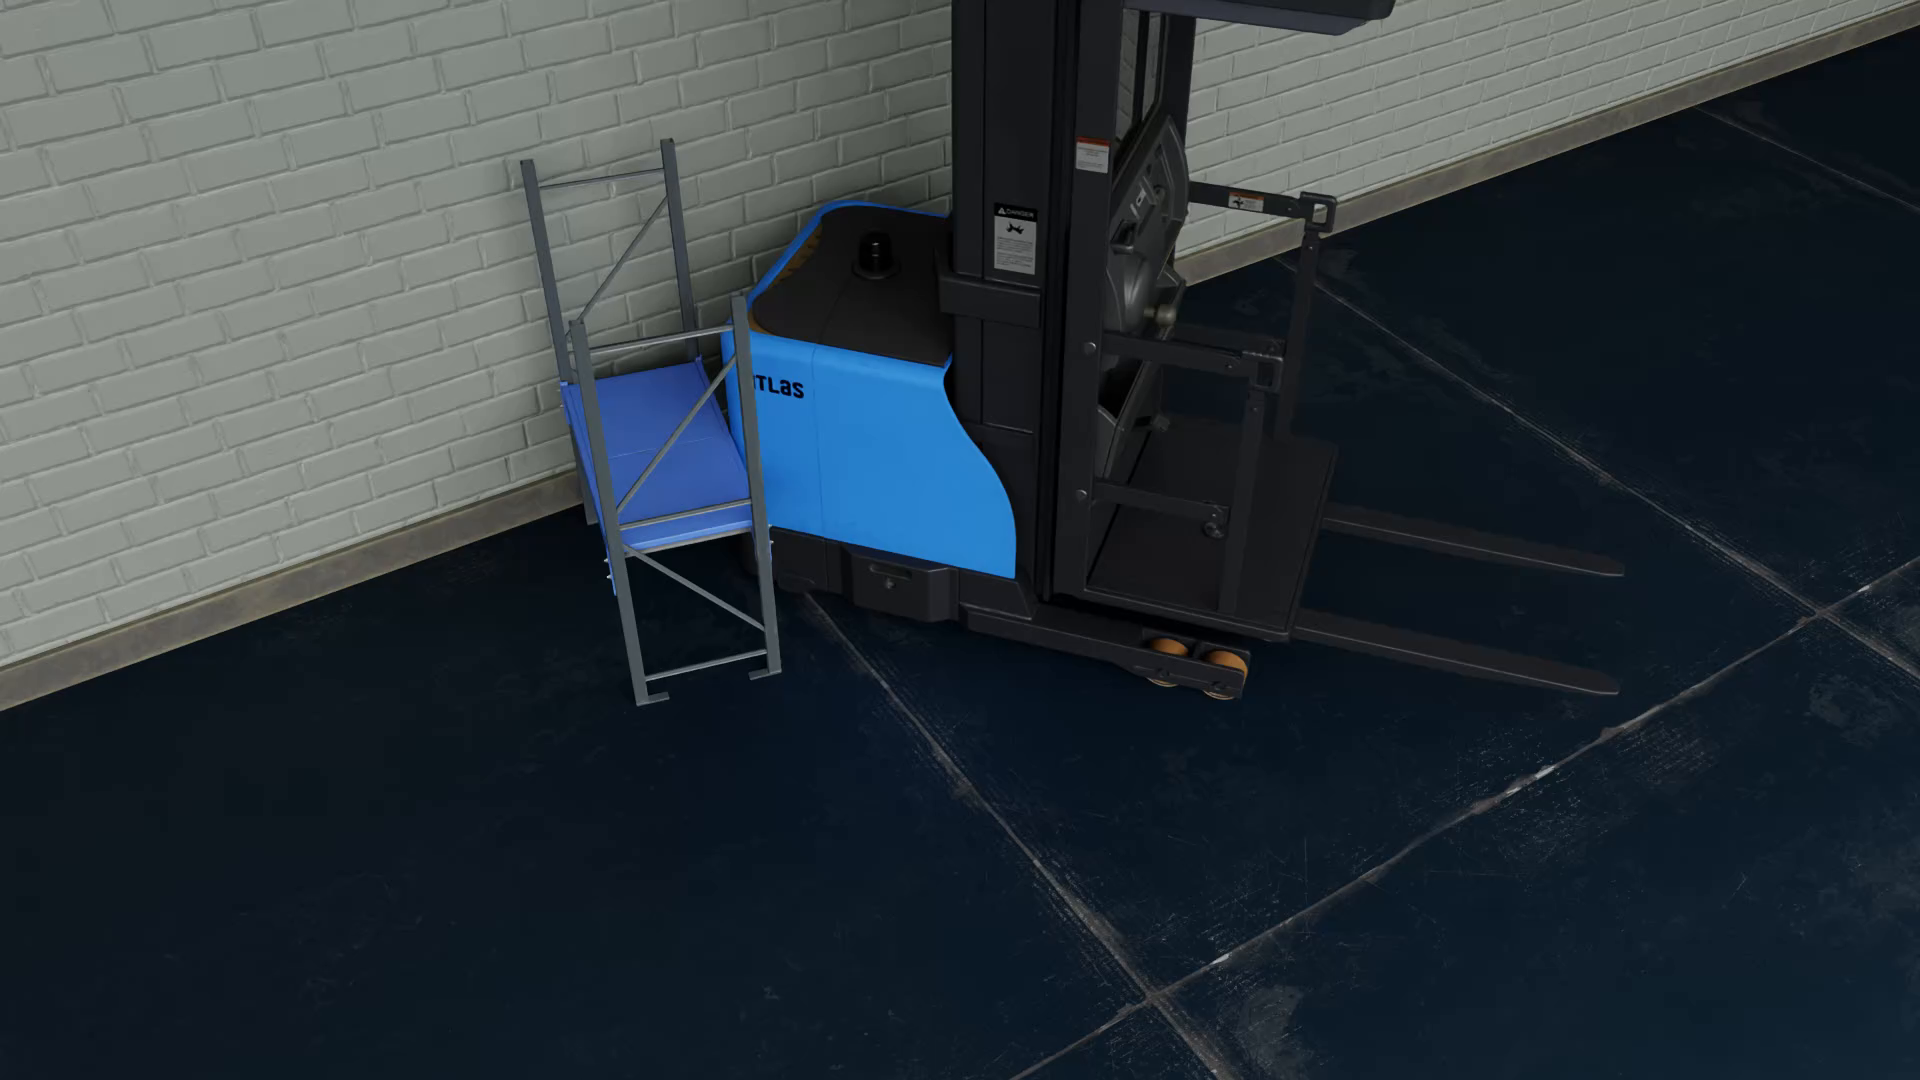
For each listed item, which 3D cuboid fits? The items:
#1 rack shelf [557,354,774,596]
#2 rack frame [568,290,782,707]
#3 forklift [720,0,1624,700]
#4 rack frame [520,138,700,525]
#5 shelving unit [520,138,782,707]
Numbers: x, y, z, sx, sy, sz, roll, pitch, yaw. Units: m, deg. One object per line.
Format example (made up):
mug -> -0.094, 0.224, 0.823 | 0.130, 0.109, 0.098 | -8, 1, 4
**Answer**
rack shelf -> -1.018, -0.248, 5.657 | 0.538, 0.185, 1.000 | -12, 41, -14
rack frame -> -0.853, -0.078, 5.172 | 0.500, 1.500, 0.032 | -12, 41, -14
forklift -> 0.774, -0.973, 5.128 | 3.031, 2.935, 1.130 | 12, 41, 14
rack frame -> -1.183, -0.694, 5.911 | 0.500, 1.500, 0.032 | -12, 41, -14
shelving unit -> -1.018, -0.386, 5.542 | 0.538, 1.500, 1.048 | -12, 41, -14
